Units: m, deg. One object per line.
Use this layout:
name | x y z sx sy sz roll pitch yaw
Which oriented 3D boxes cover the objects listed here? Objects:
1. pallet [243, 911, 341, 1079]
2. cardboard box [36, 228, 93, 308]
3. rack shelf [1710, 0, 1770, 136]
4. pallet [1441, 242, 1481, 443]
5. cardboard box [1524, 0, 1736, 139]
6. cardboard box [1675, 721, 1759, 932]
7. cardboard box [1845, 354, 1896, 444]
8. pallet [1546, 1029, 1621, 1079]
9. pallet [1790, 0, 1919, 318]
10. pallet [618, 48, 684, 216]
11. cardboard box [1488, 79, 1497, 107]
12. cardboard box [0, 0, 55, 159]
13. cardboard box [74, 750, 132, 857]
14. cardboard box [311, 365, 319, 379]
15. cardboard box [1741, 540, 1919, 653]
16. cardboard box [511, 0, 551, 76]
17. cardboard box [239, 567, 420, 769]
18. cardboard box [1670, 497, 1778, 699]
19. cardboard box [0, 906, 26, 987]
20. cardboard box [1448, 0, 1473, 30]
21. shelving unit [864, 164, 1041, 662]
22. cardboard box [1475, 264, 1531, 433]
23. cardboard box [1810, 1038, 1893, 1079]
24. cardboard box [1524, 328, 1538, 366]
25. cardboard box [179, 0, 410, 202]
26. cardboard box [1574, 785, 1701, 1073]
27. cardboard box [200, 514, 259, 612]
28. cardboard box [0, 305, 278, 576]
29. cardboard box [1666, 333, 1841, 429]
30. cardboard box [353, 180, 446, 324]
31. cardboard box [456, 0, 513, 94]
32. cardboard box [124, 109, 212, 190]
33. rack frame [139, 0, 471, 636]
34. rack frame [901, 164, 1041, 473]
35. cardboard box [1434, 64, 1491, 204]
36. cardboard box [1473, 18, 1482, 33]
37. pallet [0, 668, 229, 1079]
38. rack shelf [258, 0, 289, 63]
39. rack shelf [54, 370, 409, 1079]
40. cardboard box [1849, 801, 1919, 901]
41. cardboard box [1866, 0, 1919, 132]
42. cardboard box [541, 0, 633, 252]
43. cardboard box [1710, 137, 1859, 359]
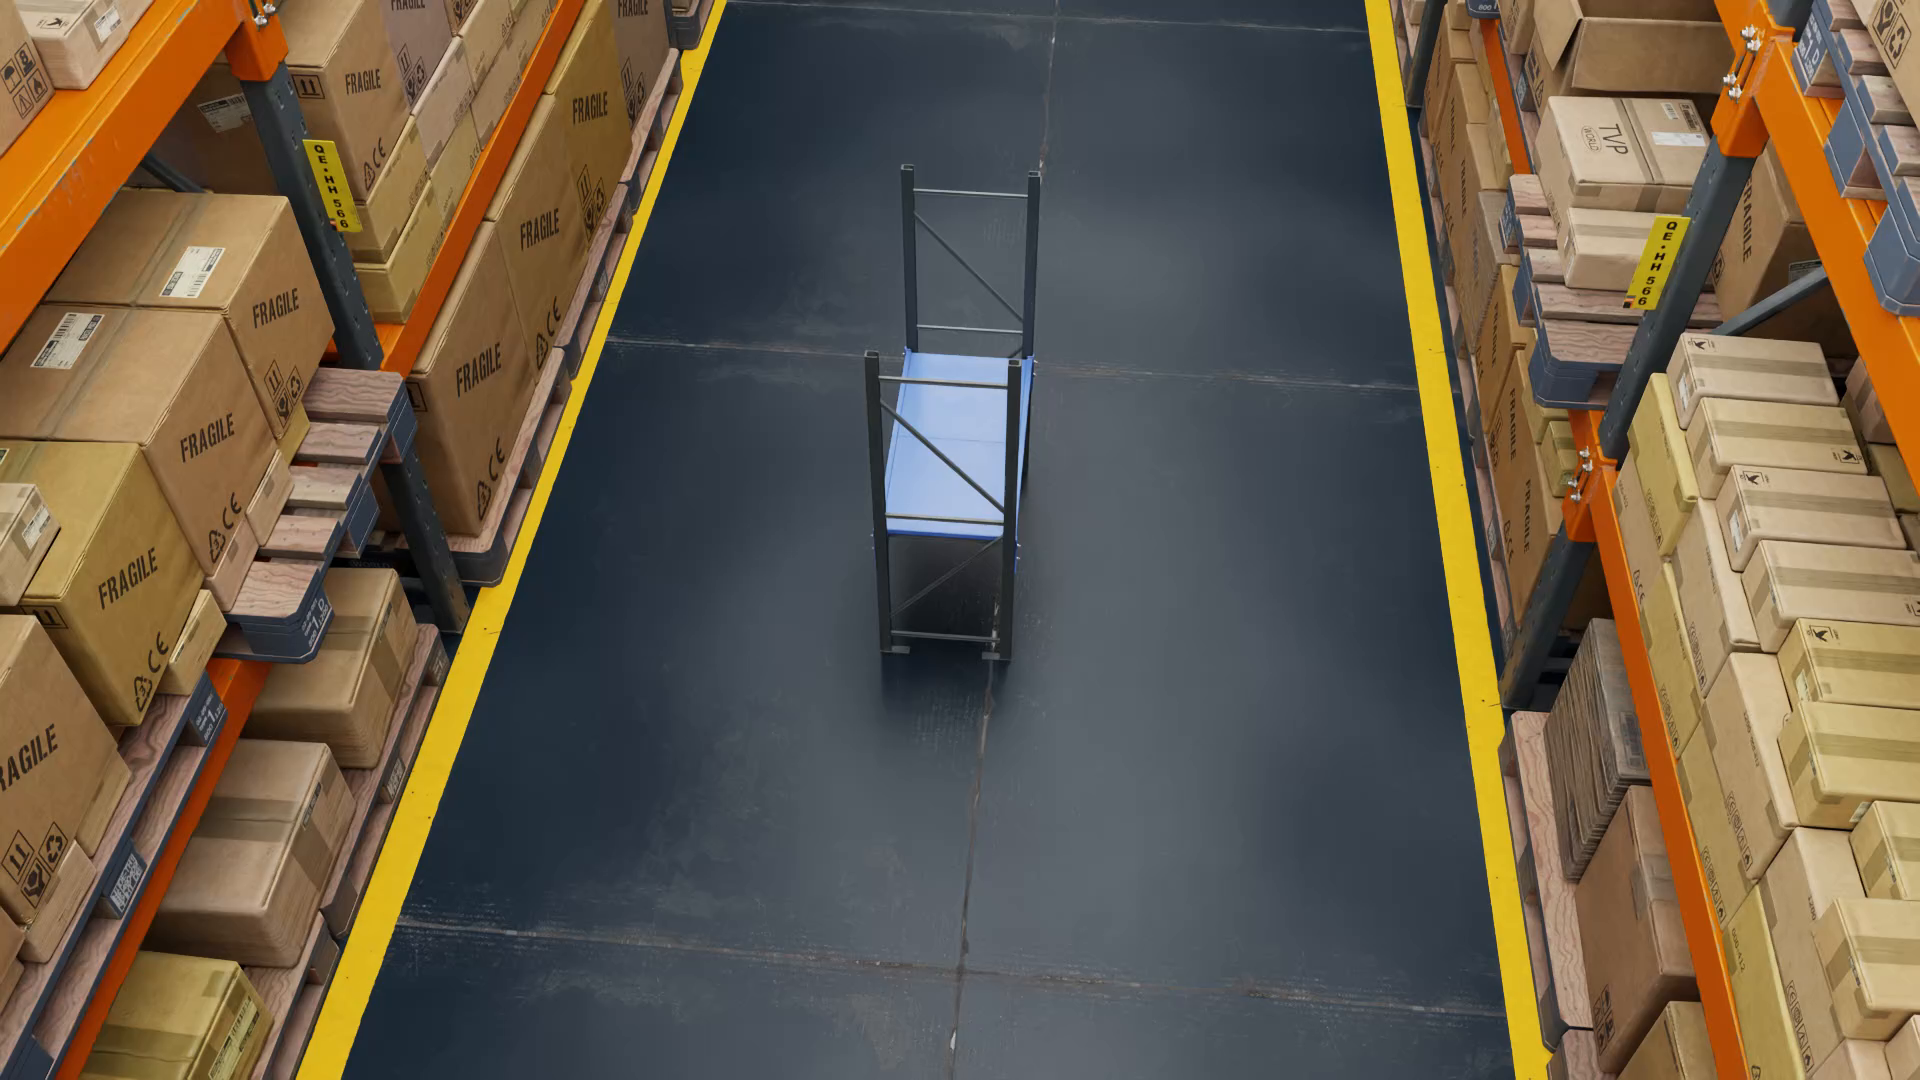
pallet | -2.607 1.687 5.090 1.003 0.211 1.213 4 48 4
cardboard box | -2.692 -0.683 4.814 0.500 0.500 0.500 3 48 2
rack shelf | 2.706 -2.630 5.604 1.077 0.370 4.000 4 48 4
pallet | 2.743 -0.890 7.447 1.003 0.211 1.213 4 48 4
cardboard box | 2.488 -1.779 6.016 0.797 0.503 0.637 3 48 3
cardboard box | 2.149 0.718 4.188 0.500 0.250 0.500 2 48 2
cardboard box | 2.695 -0.391 4.593 0.380 0.149 0.250 5 48 5
pallet | 2.296 2.047 4.761 1.003 0.211 1.213 4 48 4
pallet | 2.550 -0.835 3.602 1.213 0.211 1.003 6 48 5
pallet | -2.051 -2.148 8.598 1.003 0.211 1.213 4 48 4
cardboard box | 2.618 -2.001 7.543 0.380 0.149 0.250 3 48 3
cardboard box | -2.516 -1.072 3.623 0.700 0.500 0.500 4 48 4
cardboard box | -2.278 0.622 4.060 0.380 0.149 0.250 2 48 2
cardboard box | -2.216 -0.522 5.106 0.380 0.149 0.250 5 48 5
cardboard box | 2.169 0.151 4.098 0.380 0.149 0.250 4 48 4
cardboard box | -2.001 -2.141 6.803 0.500 0.250 0.500 4 48 4
cardboard box | -2.482 0.438 5.839 0.950 0.372 0.625 1 48 1
cardboard box | 2.193 0.168 4.352 0.500 0.250 0.500 5 48 5
cardboard box | -2.353 0.886 3.379 0.500 0.500 0.500 4 48 3
cardboard box | 2.590 -2.602 8.092 0.380 0.149 0.250 6 48 5
shelving unit | -0.008 -0.443 6.165 0.538 1.500 1.048 4 48 4
cardboard box | 2.449 -0.766 6.853 0.500 0.500 0.500 6 48 5
cardboard box | 2.041 1.298 3.318 0.500 0.250 0.500 5 48 4
cardboard box | 2.378 -0.681 6.336 0.380 0.149 0.250 2 48 2
cardboard box | -2.132 -1.439 5.314 0.500 0.500 0.500 2 48 2
cardboard box | 2.401 1.207 4.964 0.875 0.625 0.625 5 48 5
cardboard box | -2.177 0.052 4.581 0.380 0.149 0.250 2 48 2
cardboard box | -2.221 -0.265 4.431 0.500 0.500 0.500 3 48 3
cardboard box | 2.201 -0.429 4.628 0.380 0.149 0.250 5 48 5
cardboard box | -2.125 -1.014 5.772 0.500 0.250 0.500 3 48 3
cardboard box | -2.022 -1.941 6.281 0.500 0.250 0.500 4 48 3
cardboard box | -2.634 -1.491 5.361 0.500 0.500 0.500 3 48 2
rack frame | -2.420 -0.722 5.404 1.000 3.000 0.127 4 48 4
rack frame | 0.039 -0.817 6.507 0.500 1.500 0.032 4 48 4
cardboard box | 2.581 -1.896 7.887 0.500 0.500 0.500 3 48 3
cardboard box | 2.614 -2.508 7.805 0.380 0.149 0.250 2 48 2
pallet | -2.560 0.800 4.141 1.003 0.211 1.213 4 48 4
rack shelf | -2.238 -2.961 5.906 1.077 0.370 4.000 4 48 4
rack shelf | -2.602 0.990 4.325 1.077 0.370 4.000 4 48 4
cardboard box | 2.166 0.718 3.580 0.380 0.149 0.250 4 48 4
cardboard box | 2.215 -1.097 3.293 0.500 0.500 0.500 4 48 4
cardboard box | -2.107 -1.961 7.692 0.875 0.875 0.875 5 48 5
cardboard box | 2.726 -0.934 5.245 0.500 0.500 0.500 6 48 5
